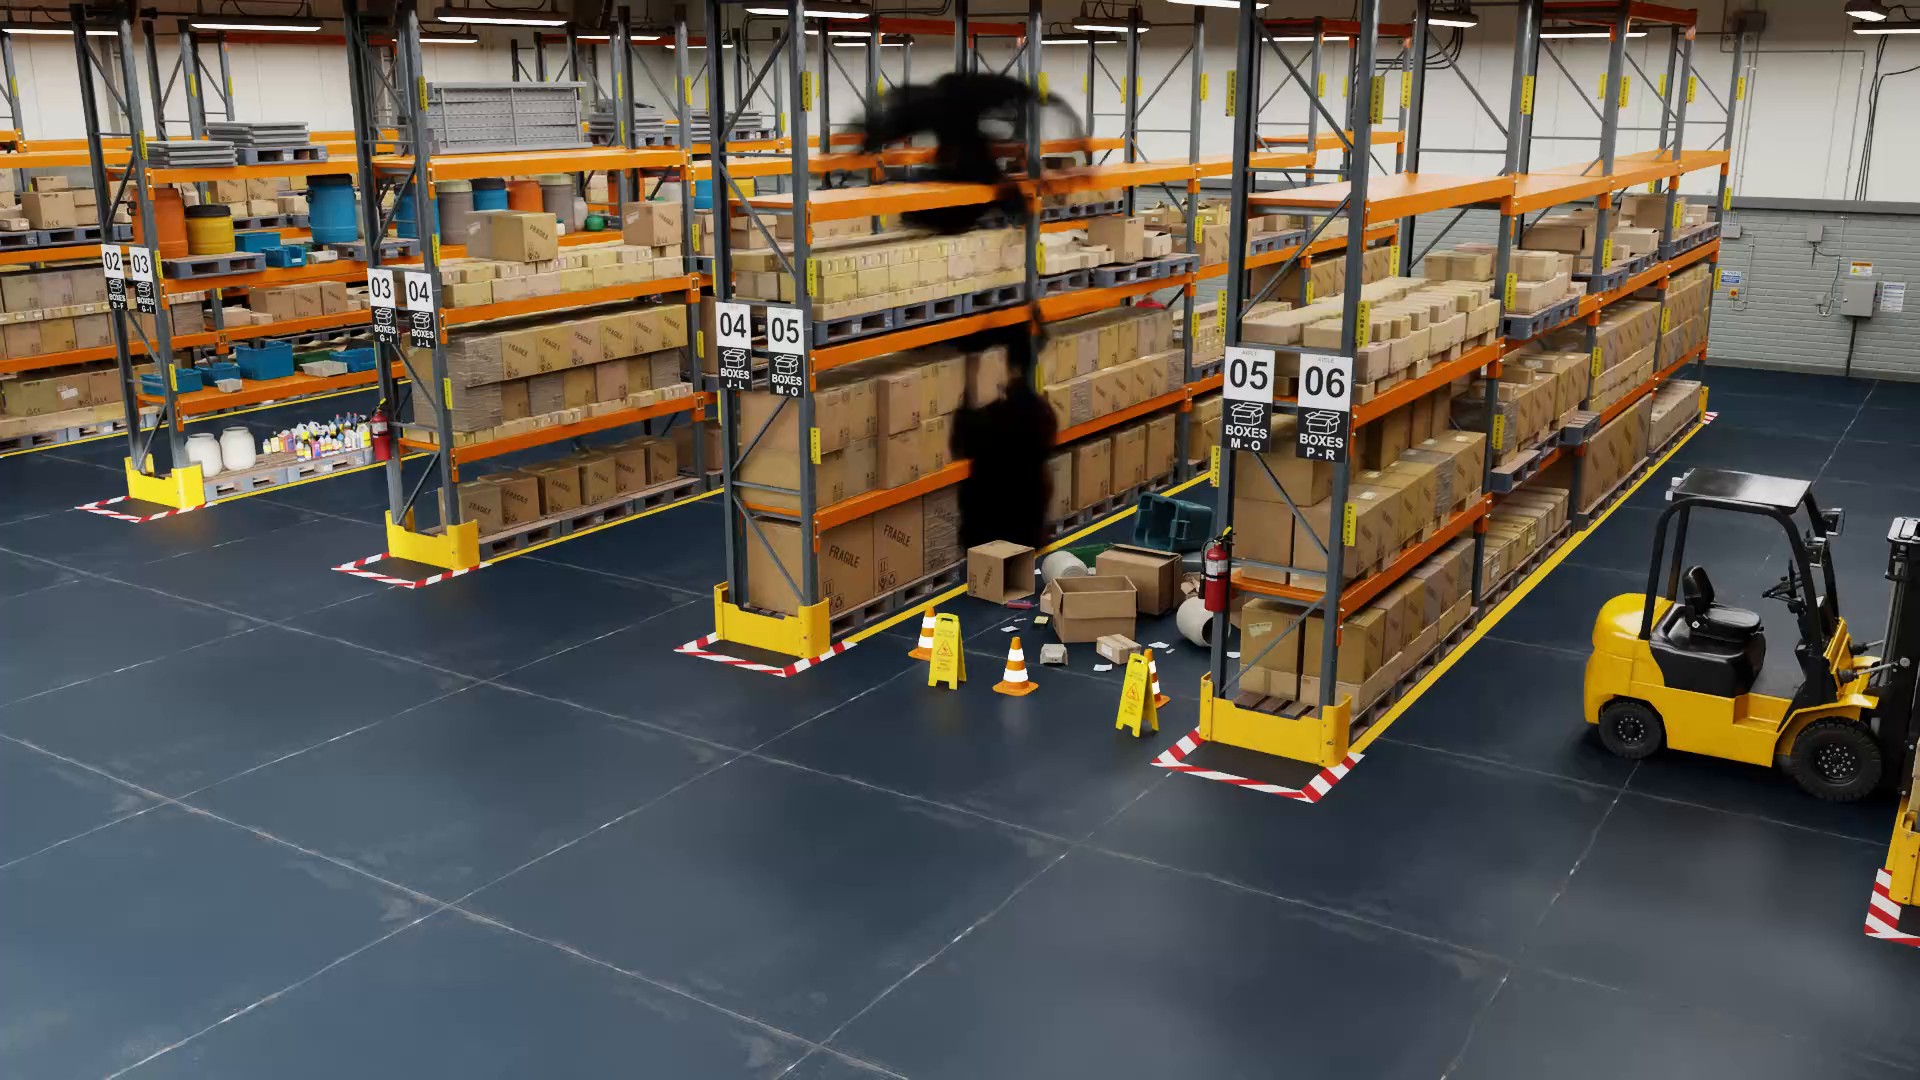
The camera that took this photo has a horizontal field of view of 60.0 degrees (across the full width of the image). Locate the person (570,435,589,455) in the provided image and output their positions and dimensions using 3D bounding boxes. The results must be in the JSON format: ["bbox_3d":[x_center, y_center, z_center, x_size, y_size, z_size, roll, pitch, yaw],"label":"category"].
[{"bbox_3d":[-5.369,-1.933,22.887,0.652,1.752,0.701,7,17,23],"label":"person"}]

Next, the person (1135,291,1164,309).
[{"bbox_3d":[3.246,-3.524,28.770,0.674,1.704,0.633,9,18,28],"label":"person"}]
